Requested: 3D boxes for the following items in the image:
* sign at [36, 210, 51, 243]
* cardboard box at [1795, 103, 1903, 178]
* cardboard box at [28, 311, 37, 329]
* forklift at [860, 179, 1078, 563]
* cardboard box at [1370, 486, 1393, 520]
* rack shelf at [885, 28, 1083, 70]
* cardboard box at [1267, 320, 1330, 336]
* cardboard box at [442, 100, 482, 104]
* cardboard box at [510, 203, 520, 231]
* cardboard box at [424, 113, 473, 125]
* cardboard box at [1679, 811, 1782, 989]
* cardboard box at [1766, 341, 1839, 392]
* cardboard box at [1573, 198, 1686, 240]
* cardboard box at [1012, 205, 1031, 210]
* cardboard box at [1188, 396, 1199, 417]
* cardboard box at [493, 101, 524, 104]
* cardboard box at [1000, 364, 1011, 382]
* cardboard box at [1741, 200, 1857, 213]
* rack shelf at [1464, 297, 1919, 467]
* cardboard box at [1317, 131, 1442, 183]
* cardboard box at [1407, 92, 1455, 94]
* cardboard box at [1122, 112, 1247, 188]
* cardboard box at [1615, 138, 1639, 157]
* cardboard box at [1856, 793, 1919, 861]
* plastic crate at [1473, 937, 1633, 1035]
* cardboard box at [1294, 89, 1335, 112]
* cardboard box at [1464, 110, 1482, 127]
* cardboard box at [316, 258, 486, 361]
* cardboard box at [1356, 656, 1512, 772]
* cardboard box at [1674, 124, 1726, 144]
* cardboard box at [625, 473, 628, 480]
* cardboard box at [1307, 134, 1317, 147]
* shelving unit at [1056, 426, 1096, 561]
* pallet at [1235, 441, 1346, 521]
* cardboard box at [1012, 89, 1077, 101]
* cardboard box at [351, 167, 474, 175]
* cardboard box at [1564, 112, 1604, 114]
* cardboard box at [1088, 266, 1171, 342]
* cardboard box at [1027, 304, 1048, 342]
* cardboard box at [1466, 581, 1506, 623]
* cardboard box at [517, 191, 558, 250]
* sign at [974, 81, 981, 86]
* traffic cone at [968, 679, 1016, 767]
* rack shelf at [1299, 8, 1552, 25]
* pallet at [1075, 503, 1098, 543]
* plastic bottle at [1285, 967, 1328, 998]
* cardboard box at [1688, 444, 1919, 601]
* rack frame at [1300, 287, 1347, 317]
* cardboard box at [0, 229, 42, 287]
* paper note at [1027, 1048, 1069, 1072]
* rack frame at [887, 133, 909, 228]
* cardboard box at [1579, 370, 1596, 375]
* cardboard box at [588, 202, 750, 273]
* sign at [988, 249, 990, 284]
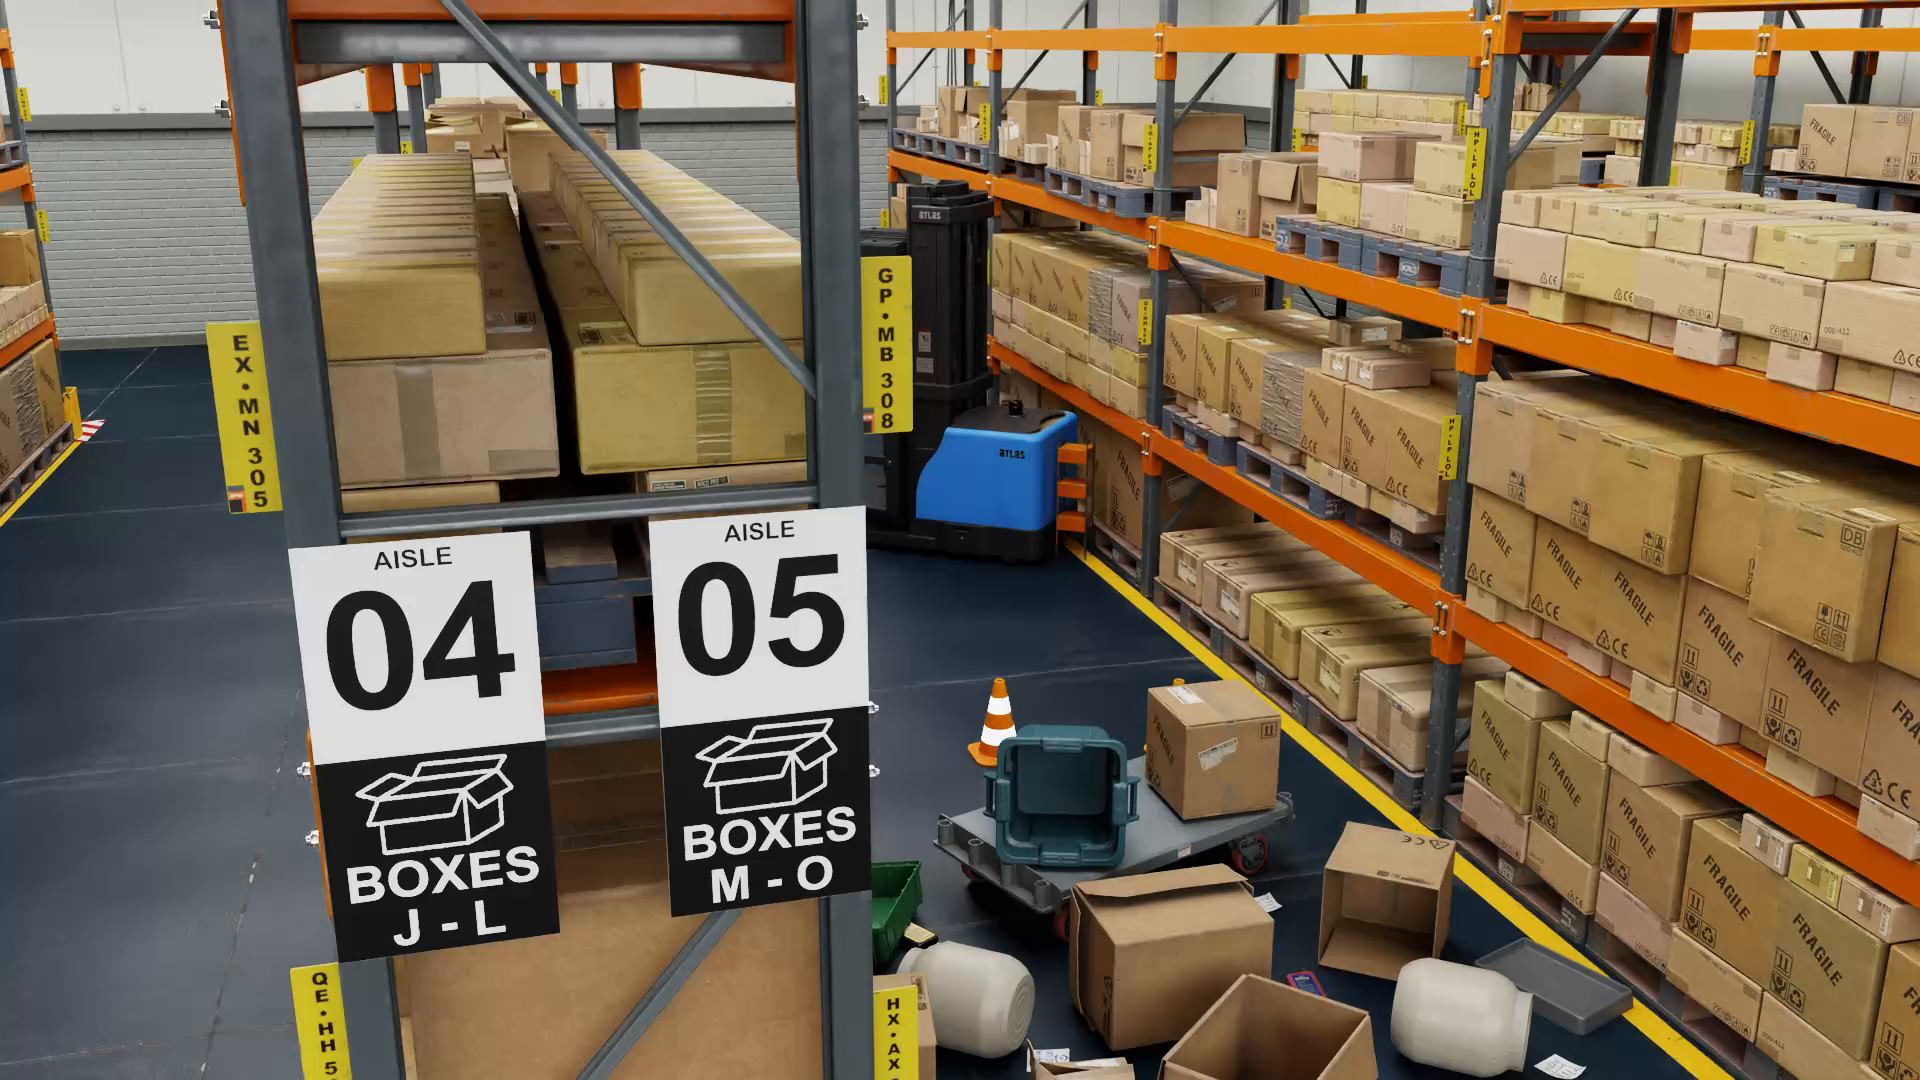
[{"bbox_3d":[-9.340,-3.190,16.932,0.100,0.325,0.005,-5,17,-15],"label":"sign"},{"bbox_3d":[6.597,-2.960,12.302,0.500,0.500,0.500,-5,17,-15],"label":"cardboard box"},{"bbox_3d":[-9.310,-2.148,16.326,0.380,0.149,0.250,-5,17,-15],"label":"cardboard box"},{"bbox_3d":[-0.580,-1.473,13.761,3.031,2.935,1.130,7,18,22],"label":"forklift"},{"bbox_3d":[2.498,-0.222,9.185,0.380,0.149,0.250,-5,17,-17],"label":"cardboard box"},{"bbox_3d":[0.212,-5.050,17.067,1.077,0.370,4.000,-5,17,-15],"label":"rack shelf"},{"bbox_3d":[2.406,-1.199,11.308,0.500,0.500,0.500,-5,17,-16],"label":"cardboard box"},{"bbox_3d":[-4.903,-4.251,16.375,0.380,0.149,0.250,-4,17,-14],"label":"cardboard box"},{"bbox_3d":[-2.119,-1.324,7.288,0.500,0.250,0.500,-5,17,-15],"label":"cardboard box"},{"bbox_3d":[-3.387,-2.717,11.065,0.396,0.266,0.258,-5,17,-15],"label":"cardboard box"},{"bbox_3d":[3.310,1.431,6.720,0.500,0.500,0.500,-5,17,-17],"label":"cardboard box"},{"bbox_3d":[3.228,-0.654,6.139,0.380,0.149,0.250,-5,17,-16],"label":"cardboard box"},{"bbox_3d":[2.897,-1.389,7.197,0.380,0.149,0.250,-5,18,-17],"label":"cardboard box"},{"bbox_3d":[0.728,-3.242,16.491,0.380,0.149,0.250,-5,17,-16],"label":"cardboard box"},{"bbox_3d":[1.817,-0.949,11.602,0.380,0.149,0.250,-6,18,-19],"label":"cardboard box"},{"bbox_3d":[-4.294,-4.146,16.024,0.380,0.149,0.250,-5,17,-17],"label":"cardboard box"},{"bbox_3d":[0.446,-1.563,17.666,0.875,0.438,0.875,-5,17,-17],"label":"cardboard box"},{"bbox_3d":[3.586,-1.368,7.129,0.380,0.149,0.250,-4,17,-14],"label":"cardboard box"},{"bbox_3d":[3.510,-0.486,6.391,1.077,0.370,4.000,-5,17,-15],"label":"rack shelf"},{"bbox_3d":[2.377,-2.183,9.452,0.500,0.250,0.500,-4,17,-14],"label":"cardboard box"},{"bbox_3d":[5.230,-4.879,18.642,0.500,0.250,0.500,-5,17,-15],"label":"cardboard box"},{"bbox_3d":[1.612,-2.833,12.045,0.797,0.503,0.637,-6,18,-19],"label":"cardboard box"},{"bbox_3d":[5.975,-3.439,14.542,0.380,0.149,0.250,-4,17,-14],"label":"cardboard box"},{"bbox_3d":[3.425,0.991,5.876,0.380,0.149,0.250,-4,17,-14],"label":"cardboard box"},{"bbox_3d":[2.603,1.951,7.319,0.402,0.080,0.583,-12,20,-34],"label":"plastic crate"},{"bbox_3d":[4.315,-5.264,19.921,0.500,0.250,0.500,-5,17,-16],"label":"cardboard box"},{"bbox_3d":[5.194,-4.143,16.334,0.380,0.149,0.250,-4,17,-14],"label":"cardboard box"},{"bbox_3d":[-1.091,-0.435,3.117,0.380,0.149,0.250,-5,17,-15],"label":"cardboard box"},{"bbox_3d":[2.814,0.966,9.361,0.950,0.372,0.625,-4,17,-15],"label":"cardboard box"},{"bbox_3d":[6.161,-3.367,13.784,0.380,0.149,0.250,-5,18,-17],"label":"cardboard box"},{"bbox_3d":[-0.597,-0.246,3.877,0.380,0.149,0.250,-5,17,-15],"label":"cardboard box"},{"bbox_3d":[4.395,-4.799,19.936,0.380,0.149,0.250,-4,17,-14],"label":"cardboard box"},{"bbox_3d":[0.928,-0.375,13.374,0.252,1.050,0.215,7,18,21],"label":"shelving unit"},{"bbox_3d":[2.445,-0.417,10.460,1.003,0.211,1.213,-5,17,-15],"label":"pallet"},{"bbox_3d":[0.802,-4.072,16.004,0.500,0.500,0.500,-4,17,-14],"label":"cardboard box"},{"bbox_3d":[-1.788,-1.136,5.454,0.380,0.149,0.250,-5,17,-16],"label":"cardboard box"},{"bbox_3d":[5.960,-3.976,15.777,0.380,0.149,0.250,-4,17,-14],"label":"cardboard box"},{"bbox_3d":[1.319,-1.844,12.963,0.500,0.500,0.500,-4,17,-14],"label":"cardboard box"},{"bbox_3d":[0.895,-1.900,14.453,0.500,0.250,0.500,-4,17,-15],"label":"cardboard box"},{"bbox_3d":[2.739,0.286,8.222,0.380,0.149,0.250,-5,17,-16],"label":"cardboard box"},{"bbox_3d":[-1.389,-1.168,6.252,0.500,0.250,0.500,-5,17,-16],"label":"cardboard box"},{"bbox_3d":[0.188,-5.128,19.193,0.100,0.325,0.005,-5,17,-15],"label":"sign"},{"bbox_3d":[0.232,1.035,9.703,0.336,0.463,0.334,-5,17,-15],"label":"traffic cone"},{"bbox_3d":[4.984,-5.633,18.320,1.077,0.370,4.000,-5,17,-15],"label":"rack shelf"},{"bbox_3d":[1.385,-0.279,14.512,1.003,0.211,1.213,-5,17,-15],"label":"pallet"},{"bbox_3d":[1.512,1.966,7.301,0.133,0.061,0.283,-2,17,-6],"label":"plastic bottle"},{"bbox_3d":[3.335,-0.056,6.496,0.700,0.500,0.500,-5,17,-16],"label":"cardboard box"},{"bbox_3d":[4.434,-3.659,20.921,1.000,3.000,0.127,-5,17,-15],"label":"rack frame"},{"bbox_3d":[-9.479,-2.798,16.494,0.500,0.500,0.500,-4,17,-15],"label":"cardboard box"},{"bbox_3d":[0.361,2.129,6.824,0.172,0.023,0.155,1,17,4],"label":"paper note"},{"bbox_3d":[-0.337,-3.266,19.611,1.000,3.000,0.127,-5,17,-15],"label":"rack frame"},{"bbox_3d":[6.160,-1.581,16.489,0.380,0.149,0.250,-6,18,-18],"label":"cardboard box"},{"bbox_3d":[-0.736,-0.767,4.224,0.380,0.149,0.250,-5,17,-16],"label":"cardboard box"},{"bbox_3d":[0.229,-2.568,15.644,0.100,0.325,0.005,-5,17,-15],"label":"sign"}]
